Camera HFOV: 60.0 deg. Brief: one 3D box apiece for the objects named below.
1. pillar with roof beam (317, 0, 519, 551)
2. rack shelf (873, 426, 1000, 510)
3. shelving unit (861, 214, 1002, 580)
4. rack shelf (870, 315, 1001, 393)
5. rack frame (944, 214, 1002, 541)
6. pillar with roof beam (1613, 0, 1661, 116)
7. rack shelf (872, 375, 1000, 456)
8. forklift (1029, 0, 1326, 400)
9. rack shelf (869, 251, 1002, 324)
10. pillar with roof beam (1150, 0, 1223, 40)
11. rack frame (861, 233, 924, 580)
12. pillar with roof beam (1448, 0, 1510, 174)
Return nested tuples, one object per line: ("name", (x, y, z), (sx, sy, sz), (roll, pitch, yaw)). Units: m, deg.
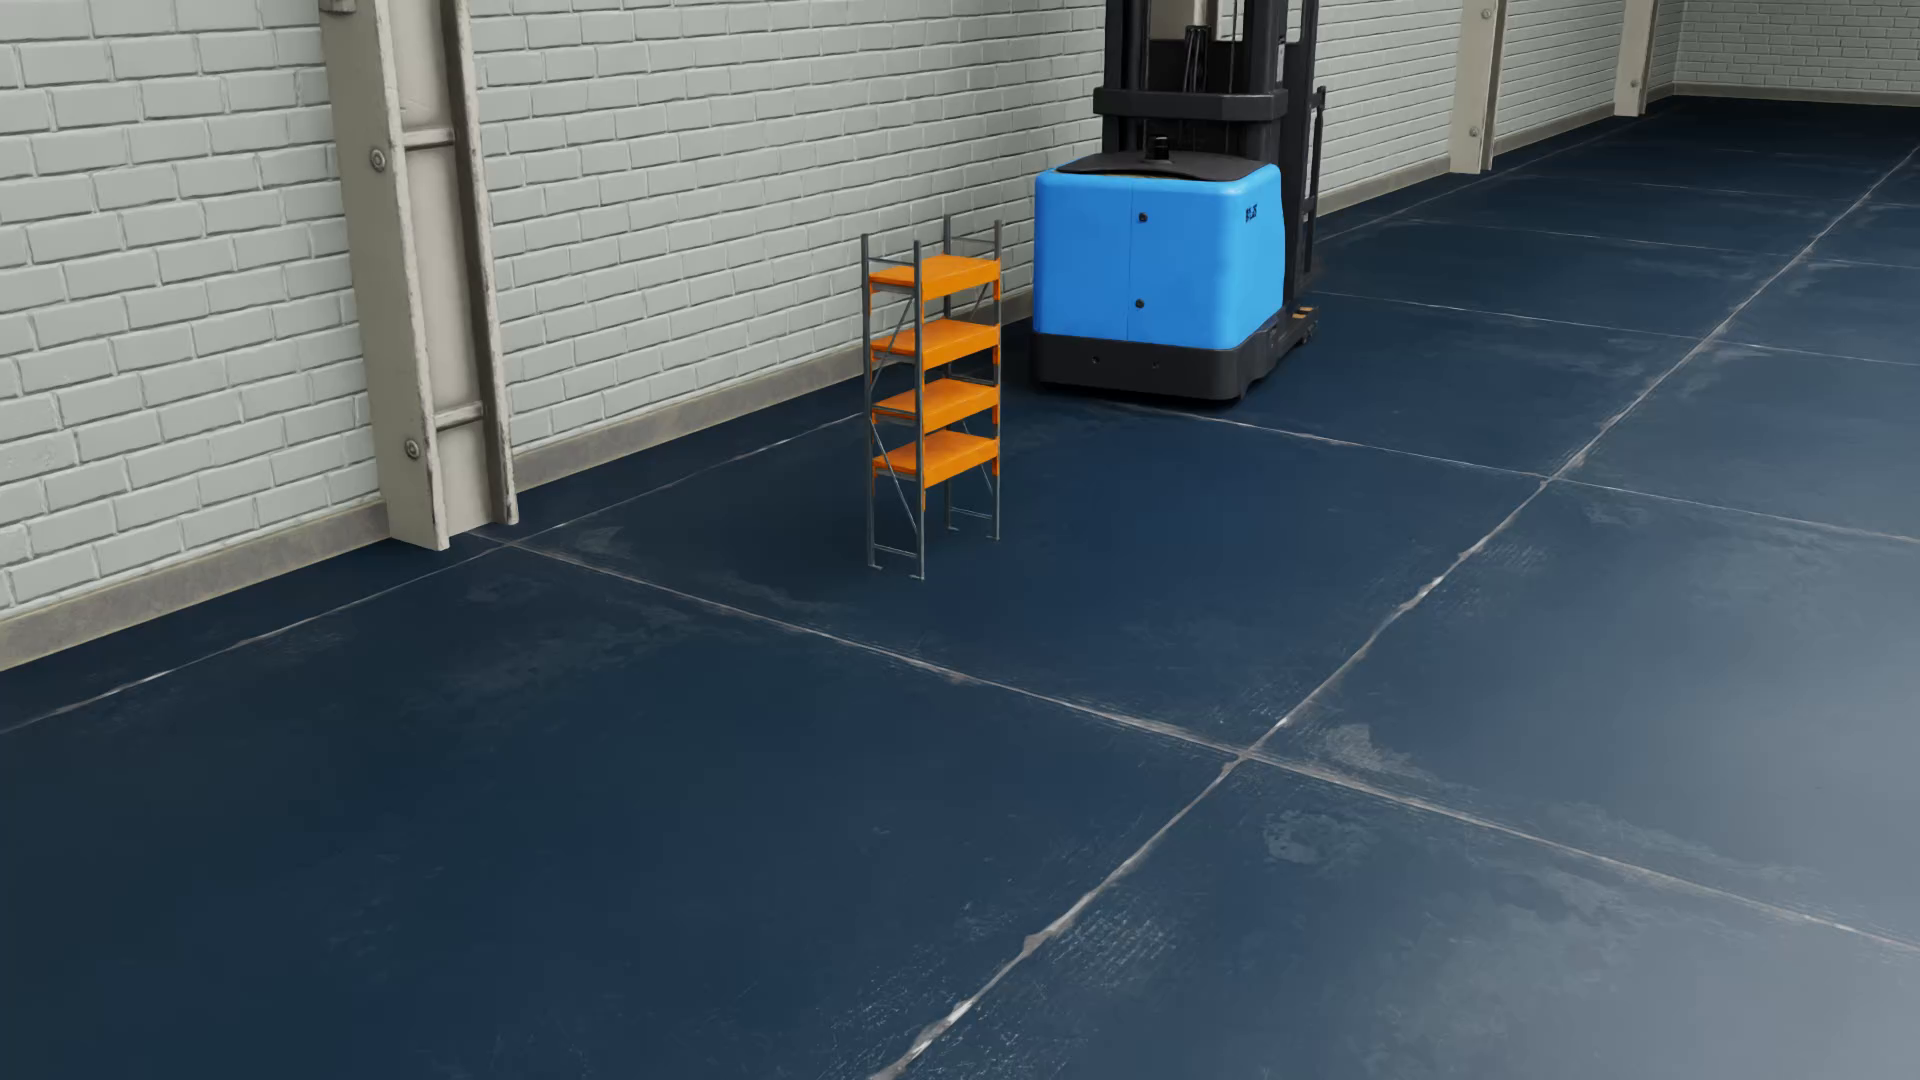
("pillar with roof beam", (1.614, -3.426, 2.556), (9.100, 9.000, 0.400), (13, 24, 32))
("rack shelf", (-0.093, -0.266, 6.021), (0.258, 0.148, 0.480), (13, 24, 32))
("shelving unit", (-0.093, -0.515, 5.928), (0.258, 1.200, 0.503), (13, 24, 32))
("rack shelf", (-0.093, -0.662, 5.874), (0.258, 0.148, 0.480), (13, 24, 32))
("rack frame", (0.044, -0.585, 6.118), (0.240, 1.200, 0.015), (13, 24, 32))
("pillar with roof beam", (11.733, -8.591, 16.518), (9.100, 9.000, 0.400), (13, 24, 32))
("rack shelf", (-0.093, -0.452, 5.952), (0.258, 0.148, 0.480), (13, 24, 32))
("forklift", (1.380, -2.510, 8.826), (1.130, 2.935, 3.031), (8, 22, 21))
("rack shelf", (-0.093, -0.884, 5.792), (0.258, 0.148, 0.480), (13, 24, 32))
("pillar with roof beam", (4.987, -5.148, 7.210), (9.100, 9.000, 0.400), (13, 24, 32))
("rack frame", (-0.230, -0.445, 5.739), (0.240, 1.200, 0.015), (13, 24, 32))
("pillar with roof beam", (8.360, -6.869, 11.864), (9.100, 9.000, 0.400), (13, 24, 32))
